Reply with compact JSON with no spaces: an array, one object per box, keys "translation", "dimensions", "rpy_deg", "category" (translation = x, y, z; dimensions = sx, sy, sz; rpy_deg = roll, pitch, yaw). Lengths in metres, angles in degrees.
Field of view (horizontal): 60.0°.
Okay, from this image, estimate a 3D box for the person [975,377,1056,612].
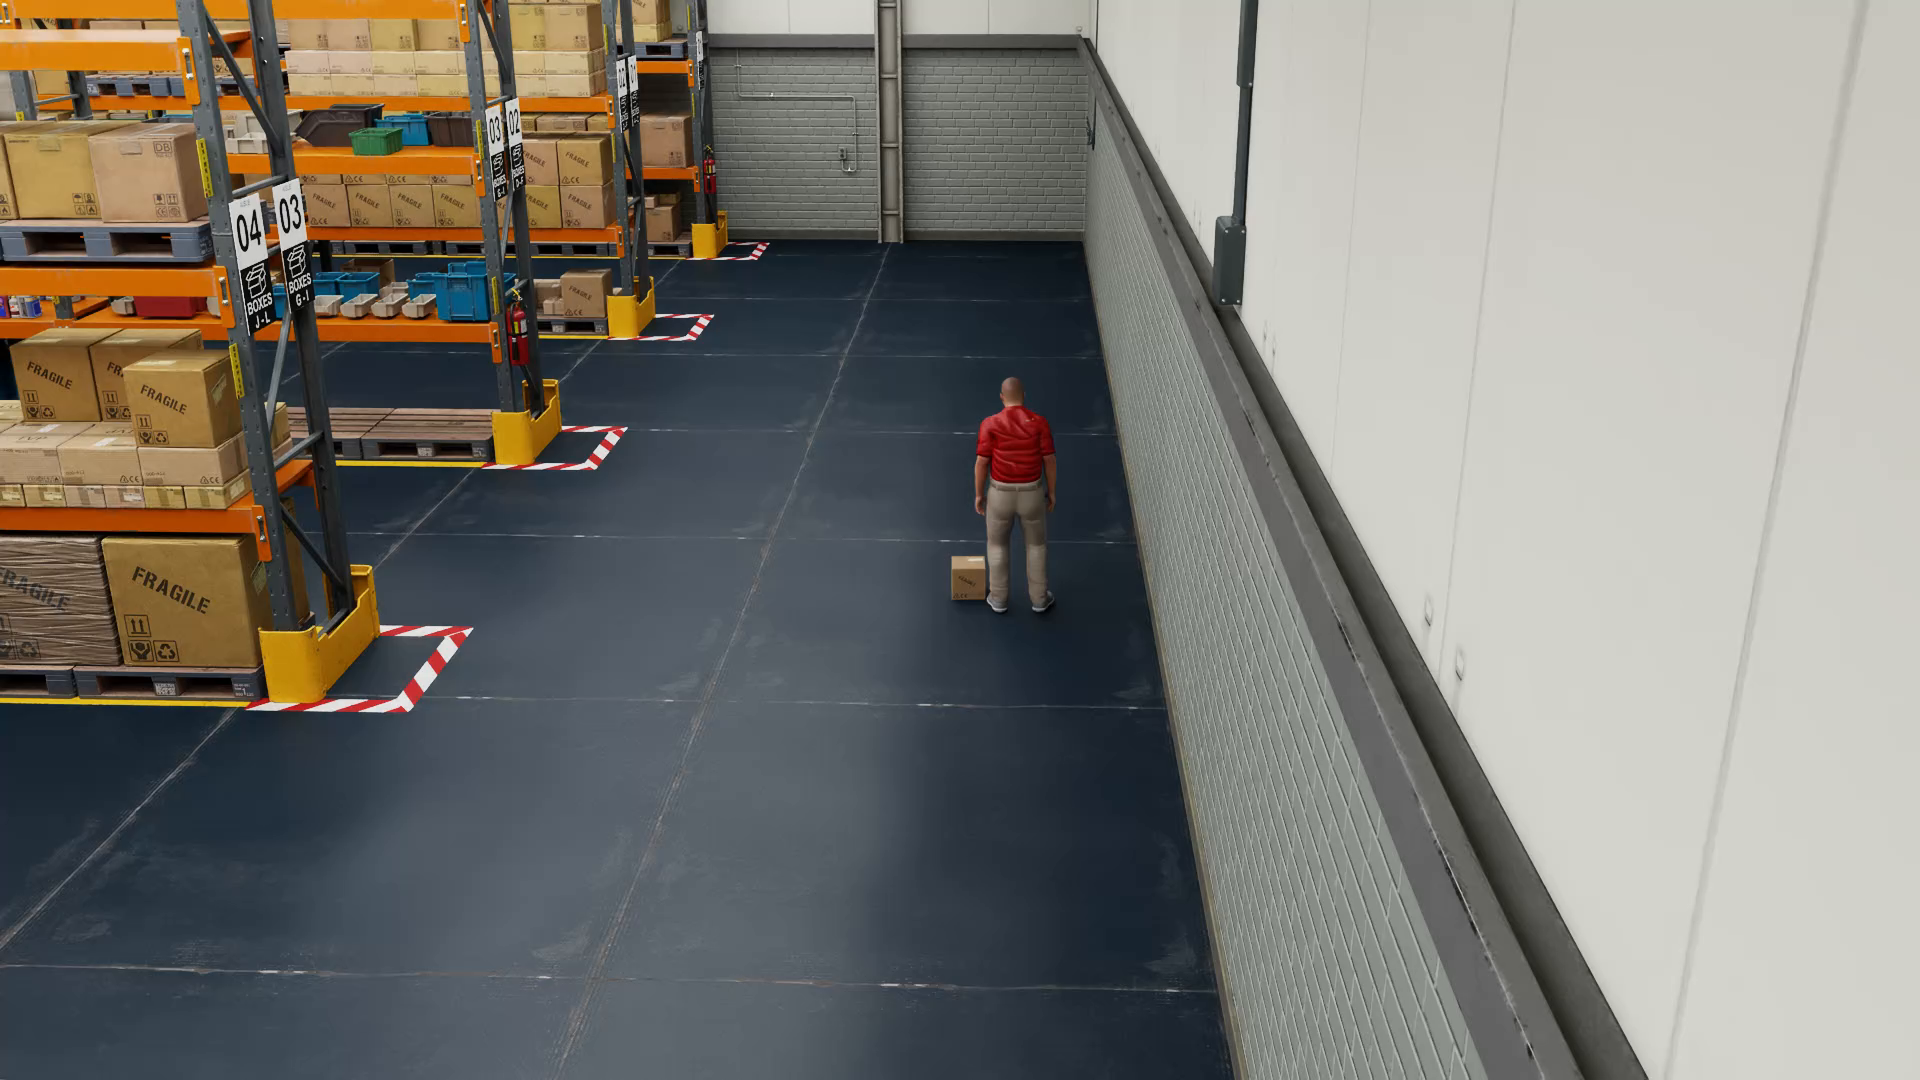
[{"translation":[0.401,-0.316,11.938],"dimensions":[0.599,1.726,0.393],"rpy_deg":[-1,21,-1],"category":"person"}]
